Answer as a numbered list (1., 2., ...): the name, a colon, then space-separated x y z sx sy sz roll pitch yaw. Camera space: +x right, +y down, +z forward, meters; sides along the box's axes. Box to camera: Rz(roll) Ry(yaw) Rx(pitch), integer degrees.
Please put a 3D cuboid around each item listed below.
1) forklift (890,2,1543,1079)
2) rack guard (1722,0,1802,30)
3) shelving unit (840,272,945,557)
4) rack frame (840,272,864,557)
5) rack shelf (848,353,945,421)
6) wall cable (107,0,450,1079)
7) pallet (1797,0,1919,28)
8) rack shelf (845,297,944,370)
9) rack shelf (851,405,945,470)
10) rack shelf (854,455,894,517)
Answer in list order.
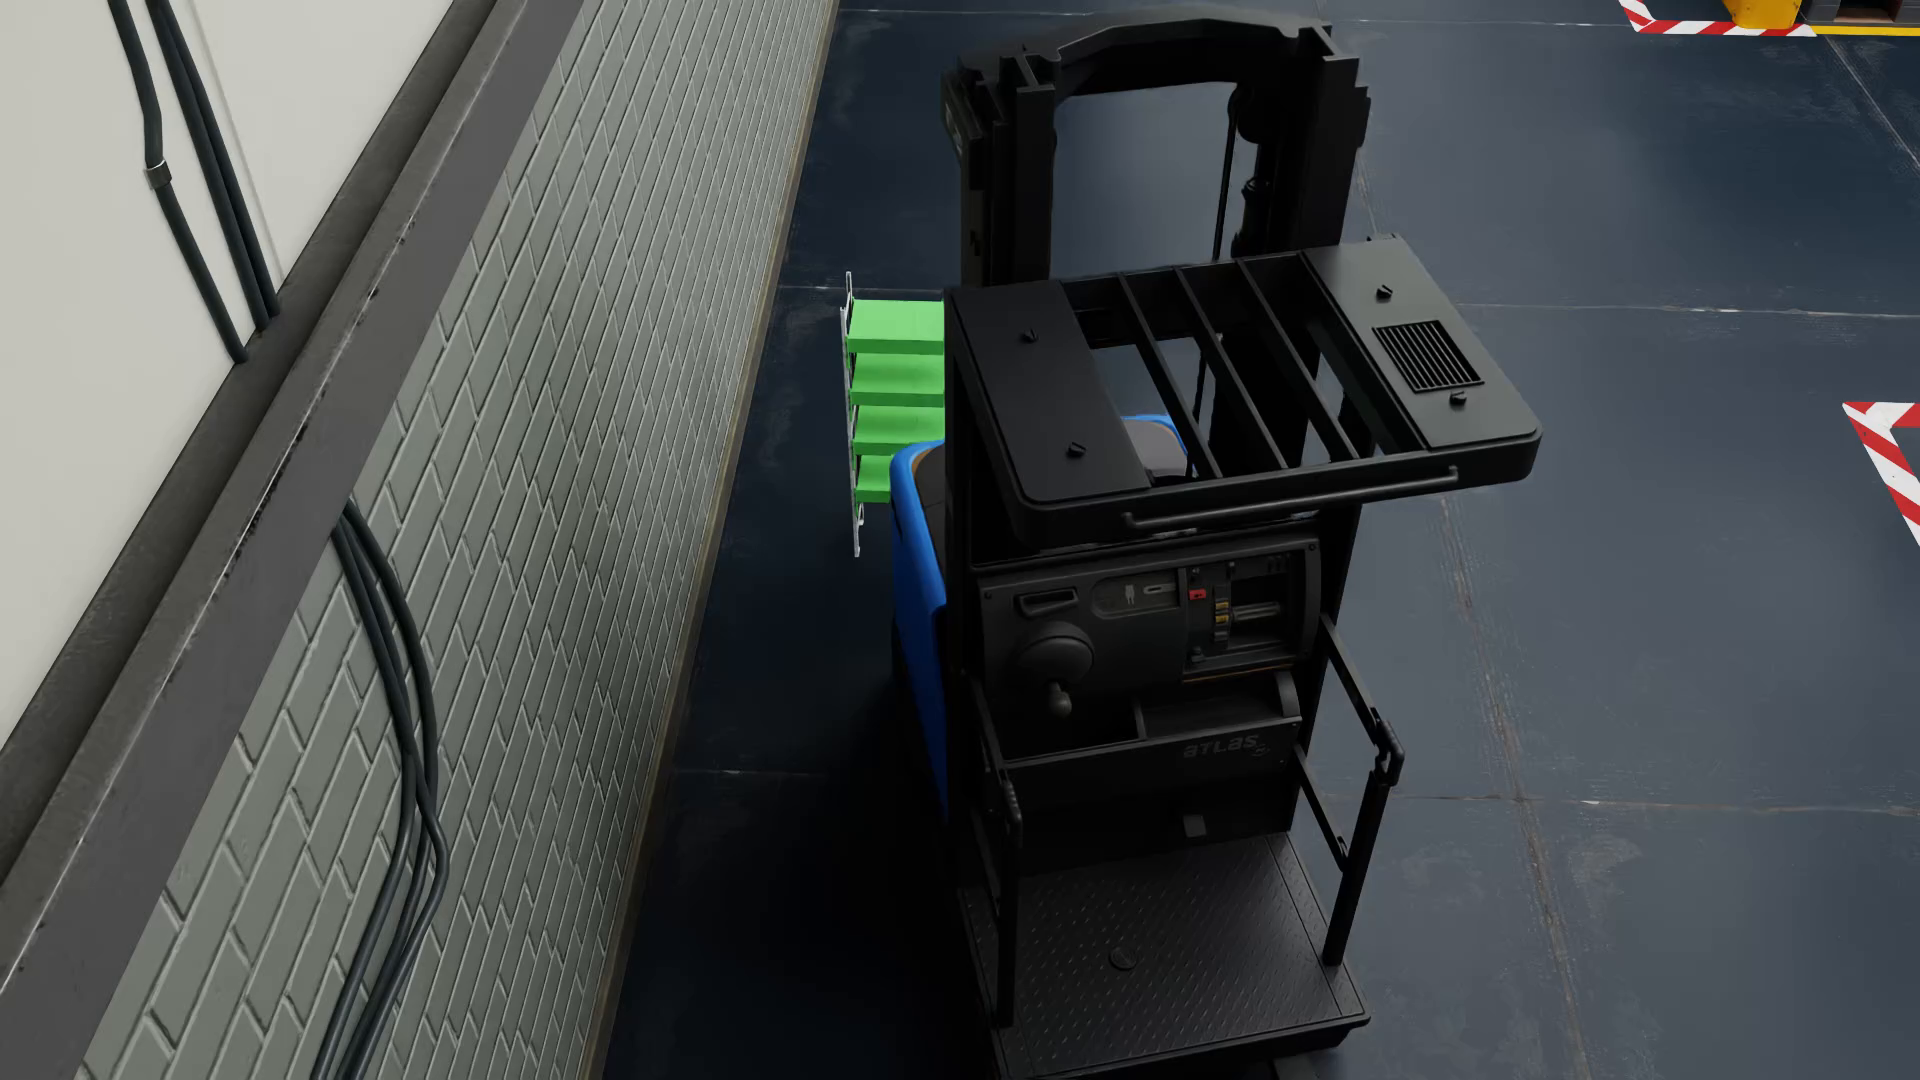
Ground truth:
1. forklift: 0.556 0.315 4.262 1.130 2.935 3.031 -8 44 -9
2. rack guard: 4.912 -3.674 10.327 0.348 0.500 1.175 2 43 2
3. shelving unit: -0.165 -0.444 6.346 0.503 1.200 0.258 2 43 2
4. rack frame: -0.409 -0.452 6.355 0.015 1.200 0.240 2 43 2
5. rack shelf: -0.165 -0.573 6.226 0.480 0.148 0.258 2 43 2
6. wall cable: -1.144 0.673 1.703 0.112 2.526 3.097 2 43 2
7. pallet: 5.758 -3.525 10.379 1.213 0.211 1.003 2 43 2
8. rack shelf: -0.165 -0.749 6.063 0.480 0.148 0.258 2 43 2
9. rack shelf: -0.165 -0.397 6.390 0.480 0.148 0.258 2 43 2
10. rack shelf: -0.165 -0.222 6.554 0.480 0.148 0.258 2 43 2
